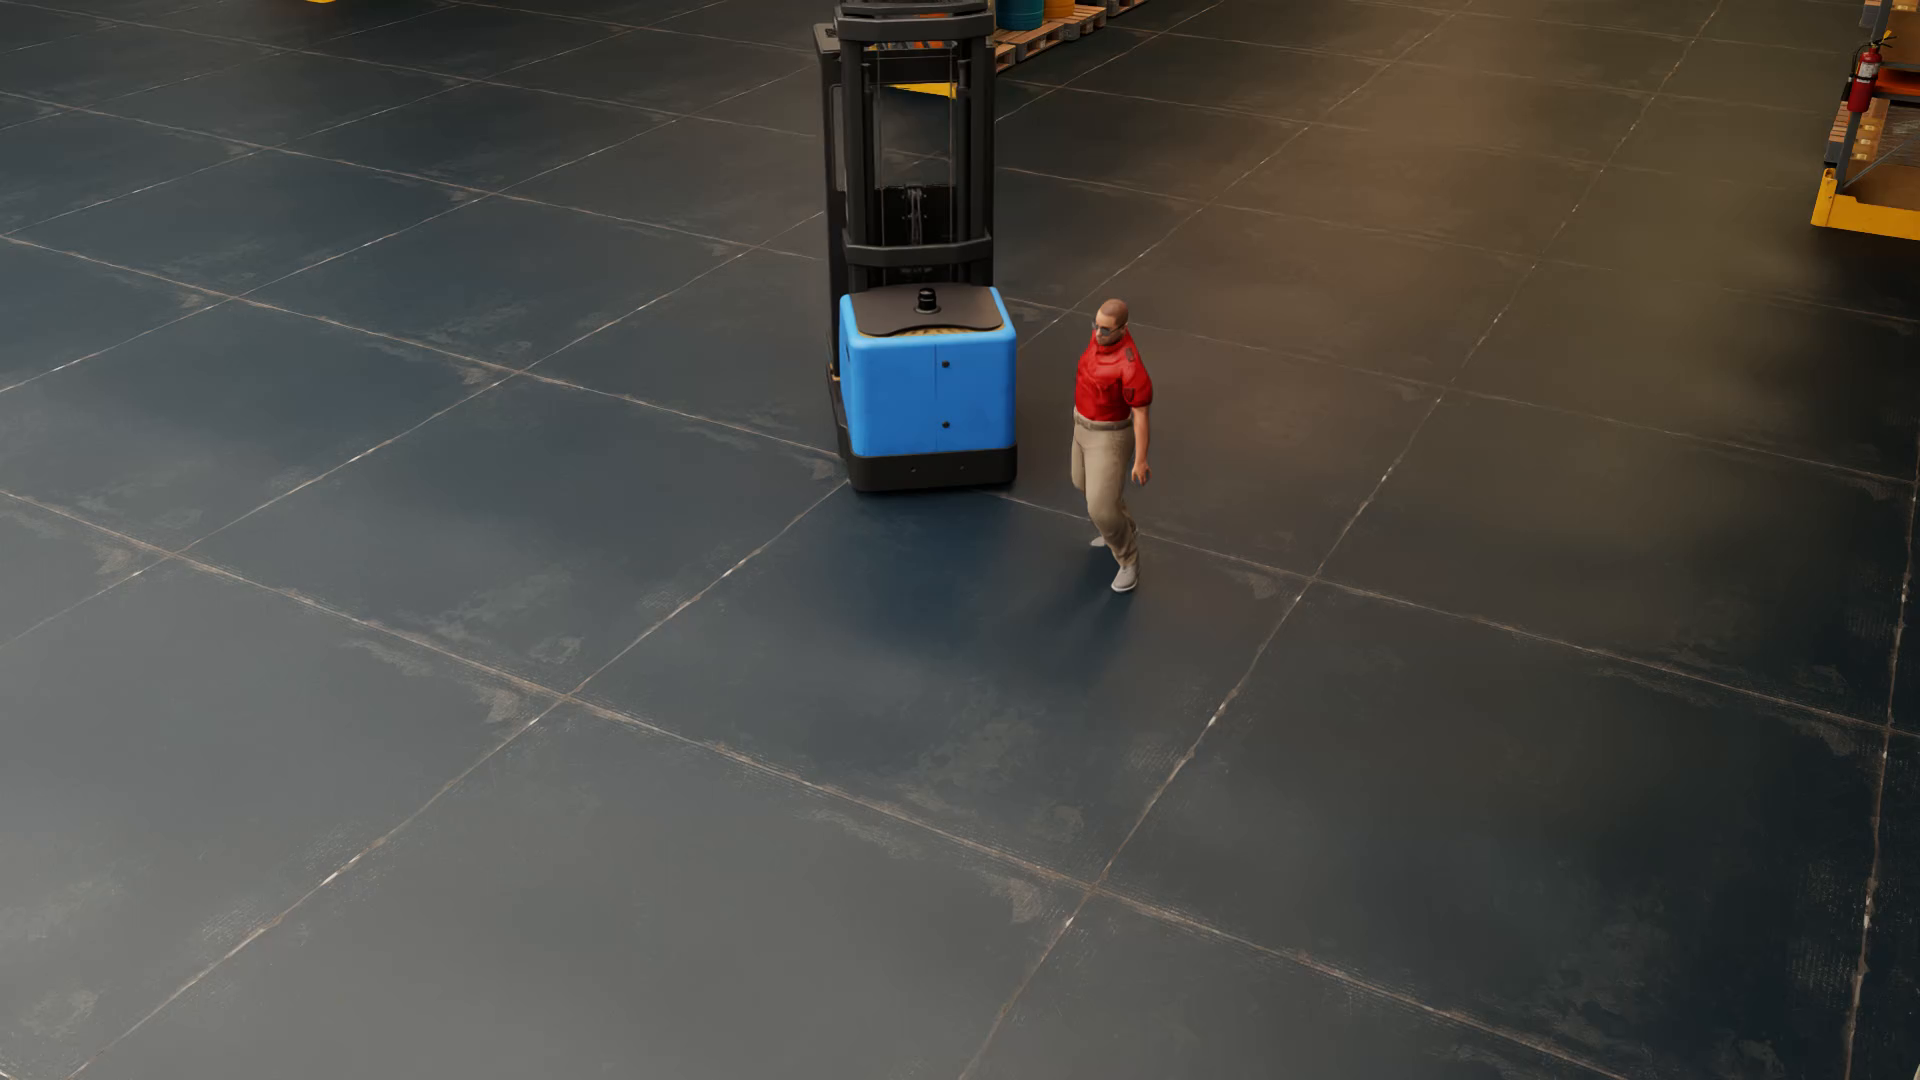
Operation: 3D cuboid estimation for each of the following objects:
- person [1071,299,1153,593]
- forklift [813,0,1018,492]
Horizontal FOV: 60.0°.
[{"bbox_3d":[0.876,-0.614,9.462,0.497,1.711,0.899,-8,31,-14],"label":"person"},{"bbox_3d":[-0.360,-2.288,11.036,1.130,2.935,3.031,-4,30,-7],"label":"forklift"}]
